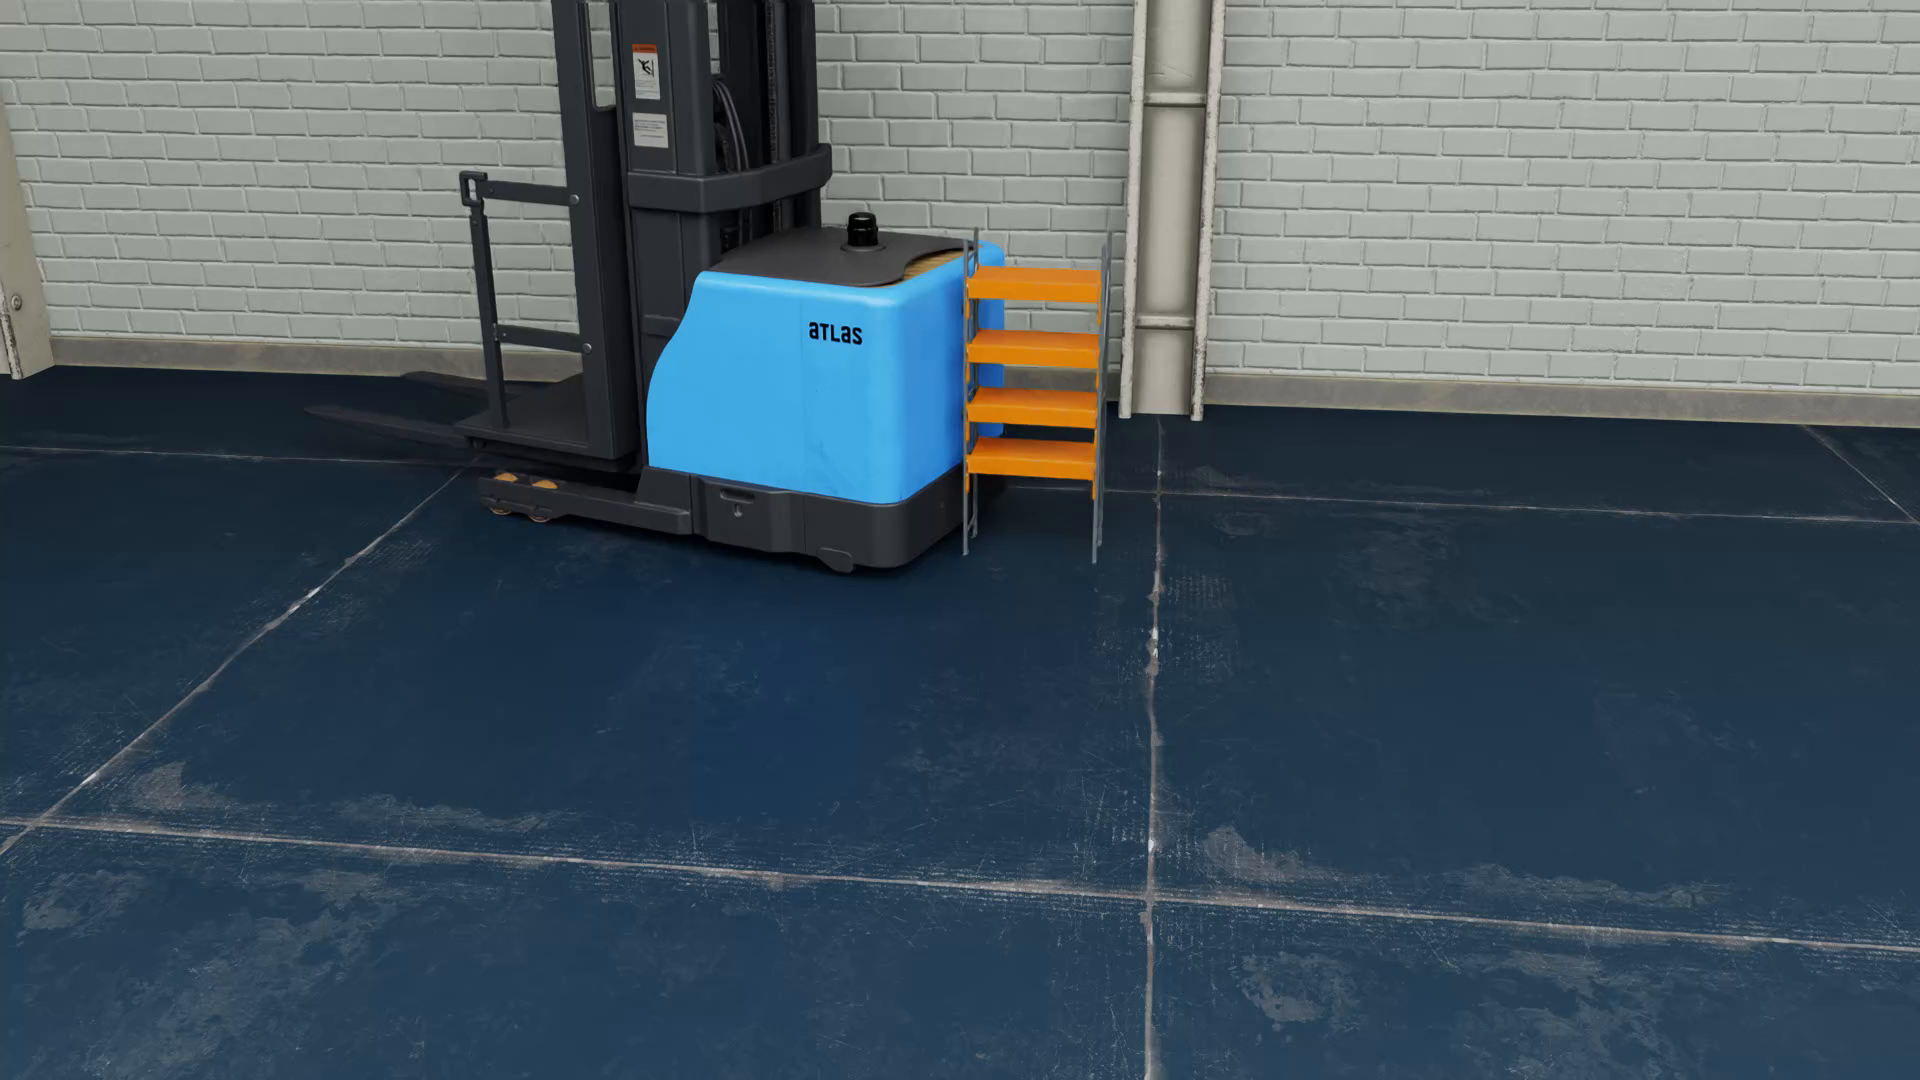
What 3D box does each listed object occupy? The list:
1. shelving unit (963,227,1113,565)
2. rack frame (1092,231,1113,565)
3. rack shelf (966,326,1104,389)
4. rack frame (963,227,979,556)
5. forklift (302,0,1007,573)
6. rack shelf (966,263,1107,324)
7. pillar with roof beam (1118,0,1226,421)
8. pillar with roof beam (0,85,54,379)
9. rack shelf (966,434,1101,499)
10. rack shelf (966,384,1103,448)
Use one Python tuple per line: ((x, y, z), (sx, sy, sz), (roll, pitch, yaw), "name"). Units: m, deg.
((0.280, -0.525, 6.135), (0.503, 1.200, 0.258), (4, 22, 9), "shelving unit")
((0.521, -0.509, 6.095), (0.015, 1.200, 0.240), (4, 22, 9), "rack frame")
((0.280, -0.670, 6.077), (0.480, 0.148, 0.258), (4, 22, 9), "rack shelf")
((0.040, -0.540, 6.175), (0.015, 1.200, 0.240), (4, 22, 9), "rack frame")
((-1.368, -1.595, 6.487), (3.031, 2.935, 1.130), (10, 24, 24), "forklift")
((0.280, -0.890, 5.991), (0.480, 0.148, 0.258), (4, 22, 9), "rack shelf")
((0.462, -3.242, 2.401), (0.400, 9.000, 9.100), (2, 22, 6), "pillar with roof beam")
((-5.496, -3.502, 3.058), (0.400, 9.000, 9.100), (2, 22, 6), "pillar with roof beam")
((0.280, -0.277, 6.233), (0.480, 0.148, 0.258), (4, 22, 9), "rack shelf")
((0.280, -0.462, 6.160), (0.480, 0.148, 0.258), (4, 22, 9), "rack shelf")
